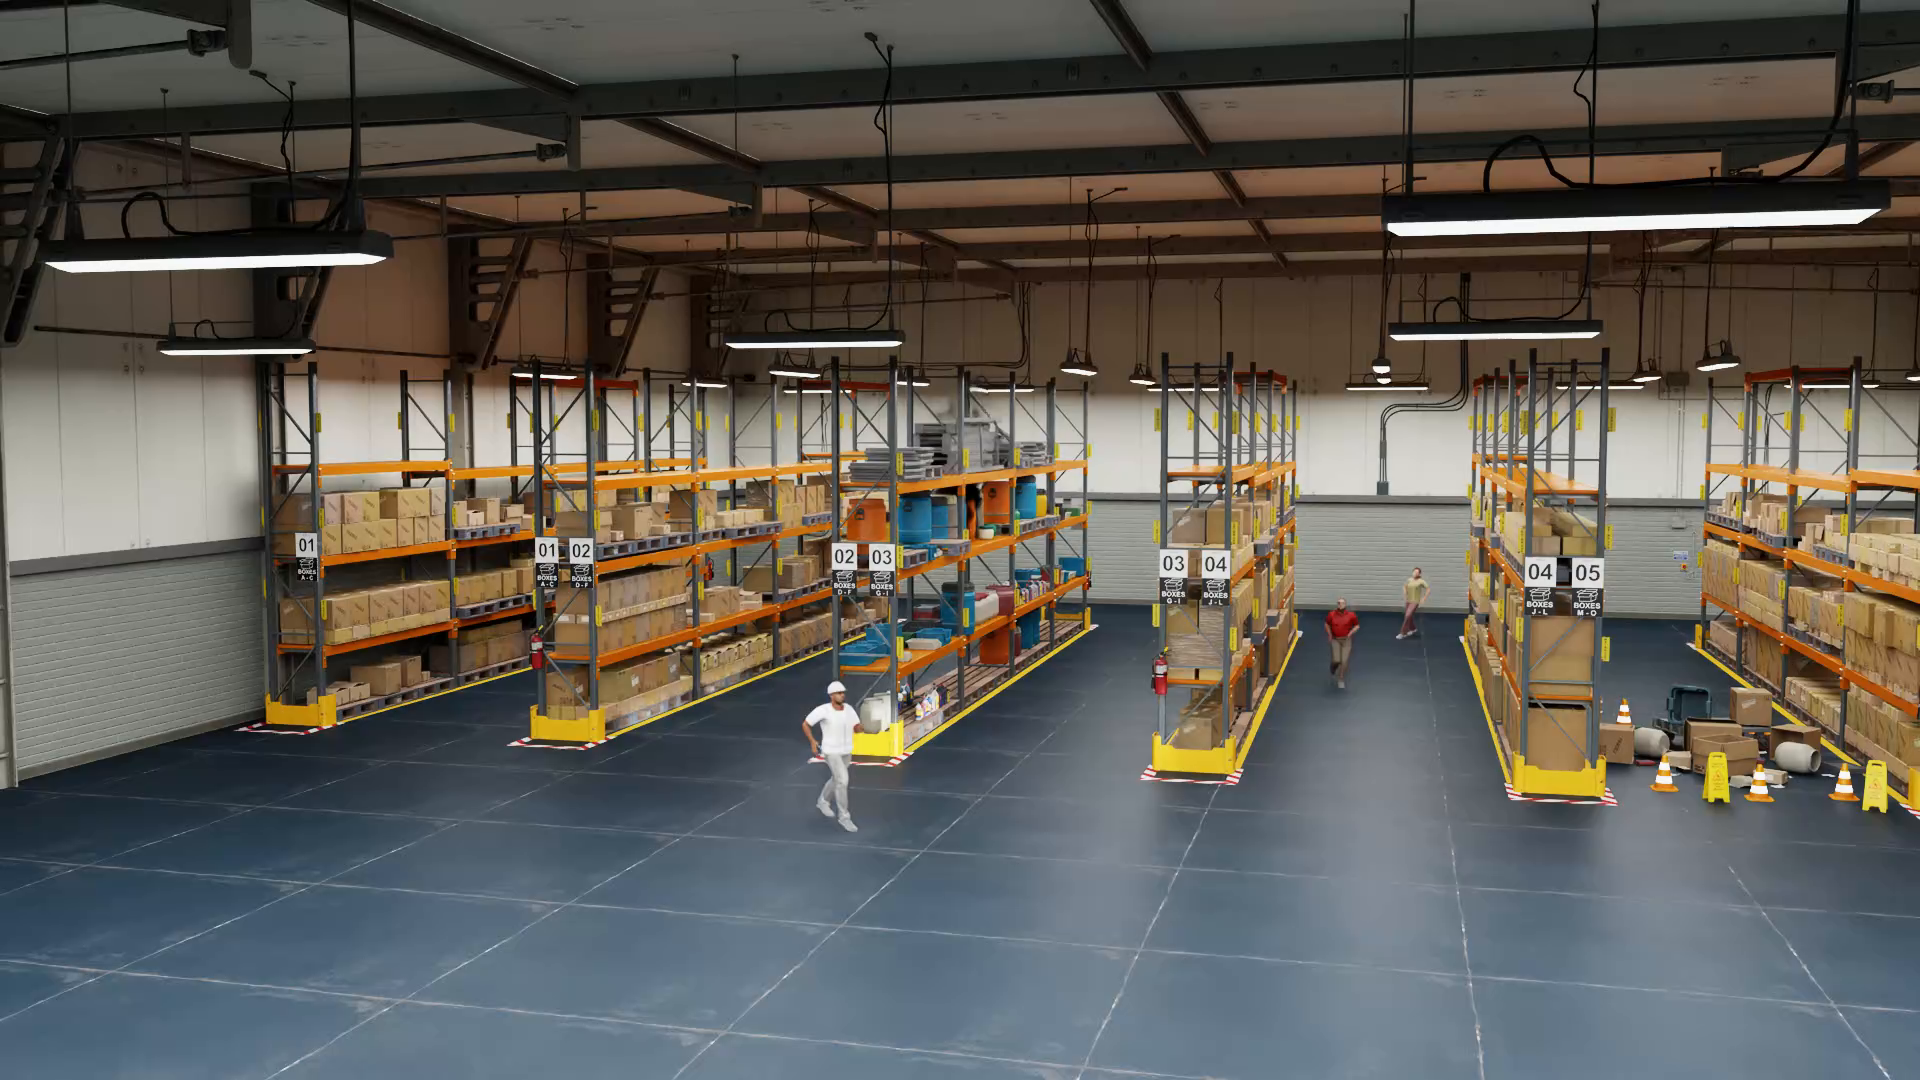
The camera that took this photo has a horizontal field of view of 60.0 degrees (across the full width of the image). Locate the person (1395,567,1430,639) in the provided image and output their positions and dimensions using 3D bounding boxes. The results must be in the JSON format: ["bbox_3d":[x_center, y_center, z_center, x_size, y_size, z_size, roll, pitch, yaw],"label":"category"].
[{"bbox_3d":[10.502,1.453,38.535,0.860,1.649,0.626,-4,5,-42],"label":"person"}]

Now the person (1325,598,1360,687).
[{"bbox_3d":[7.211,1.947,31.402,0.644,1.694,0.605,1,4,12],"label":"person"}]

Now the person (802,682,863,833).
[{"bbox_3d":[-1.521,2.652,20.627,0.876,1.802,0.686,4,5,42],"label":"person"}]
